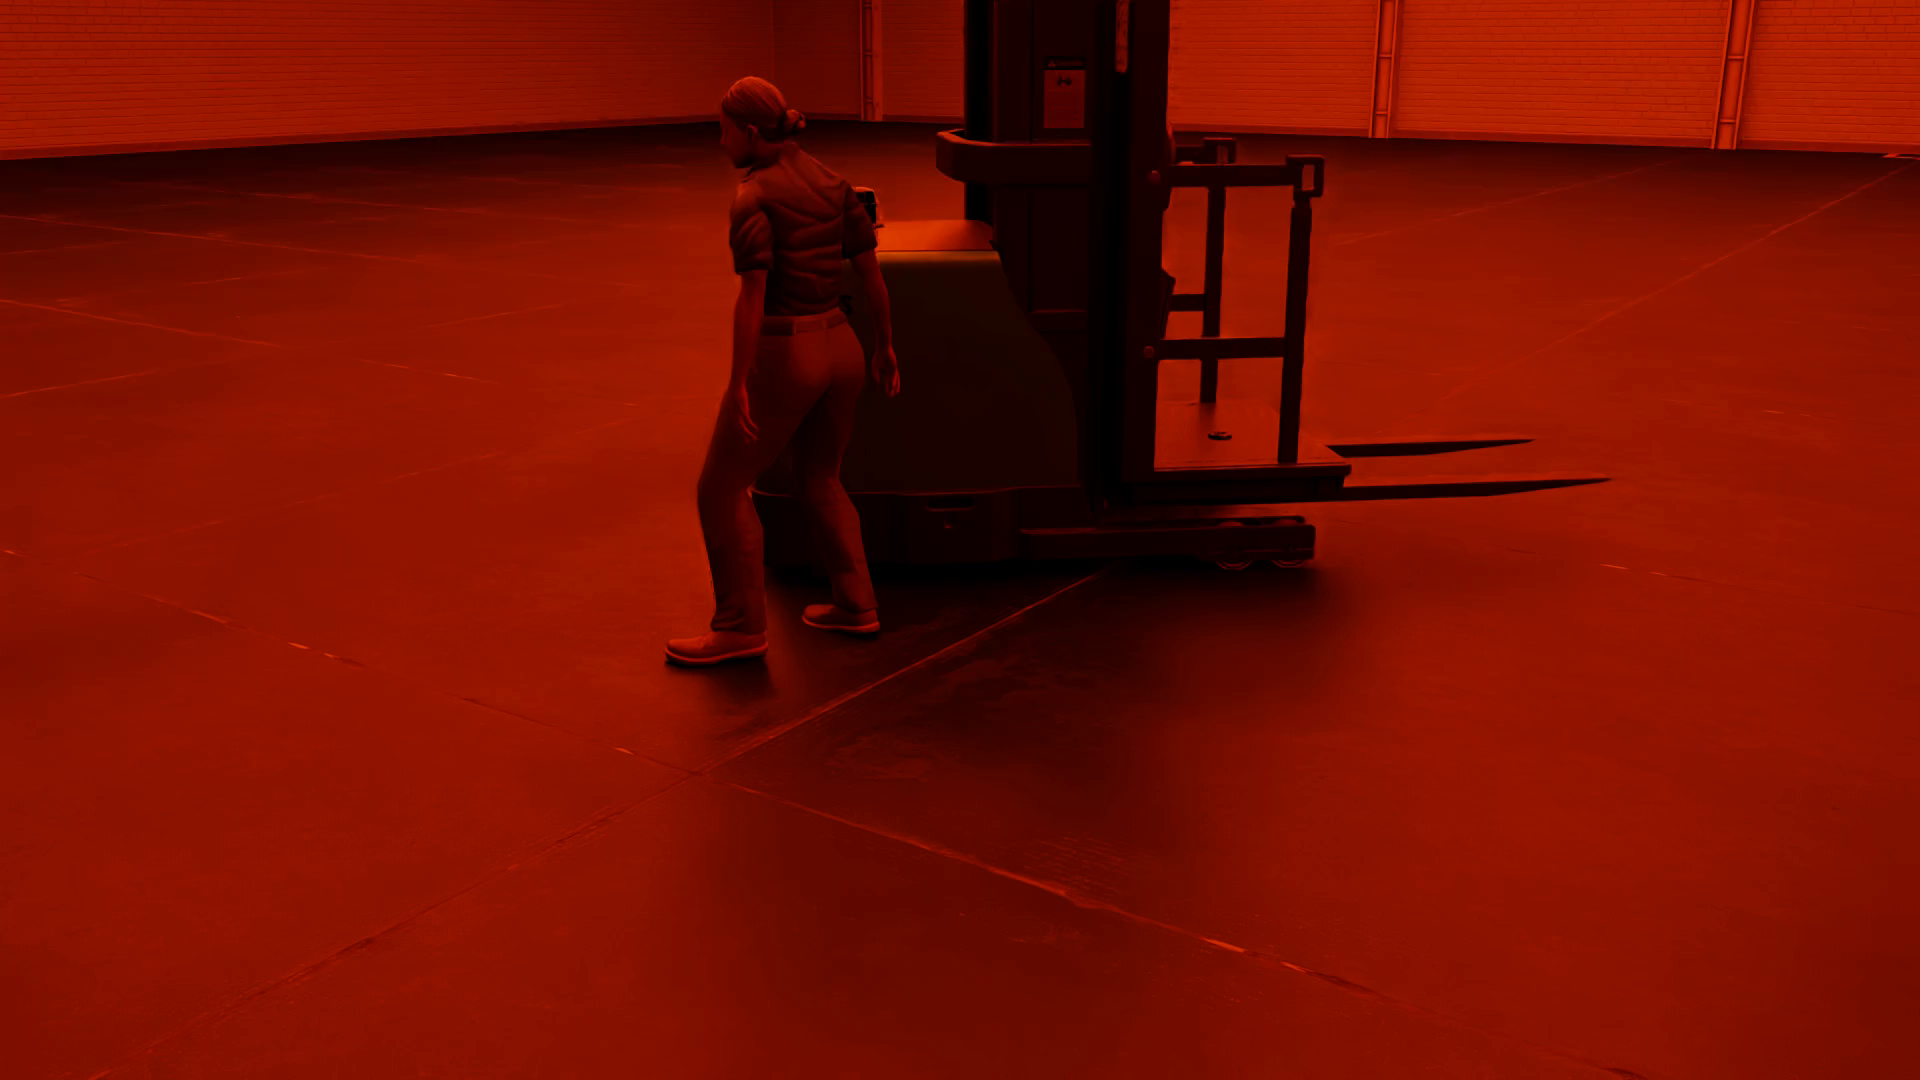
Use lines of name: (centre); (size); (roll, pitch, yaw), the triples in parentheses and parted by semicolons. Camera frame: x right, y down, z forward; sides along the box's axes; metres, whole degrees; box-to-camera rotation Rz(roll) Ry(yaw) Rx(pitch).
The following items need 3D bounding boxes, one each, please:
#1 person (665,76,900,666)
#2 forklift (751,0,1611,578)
person: (-0.488, -0.480, 4.751); (0.385, 1.628, 0.791); (12, 20, 34)
forklift: (0.768, -1.449, 5.677); (3.031, 2.935, 1.130); (-2, 17, -7)
